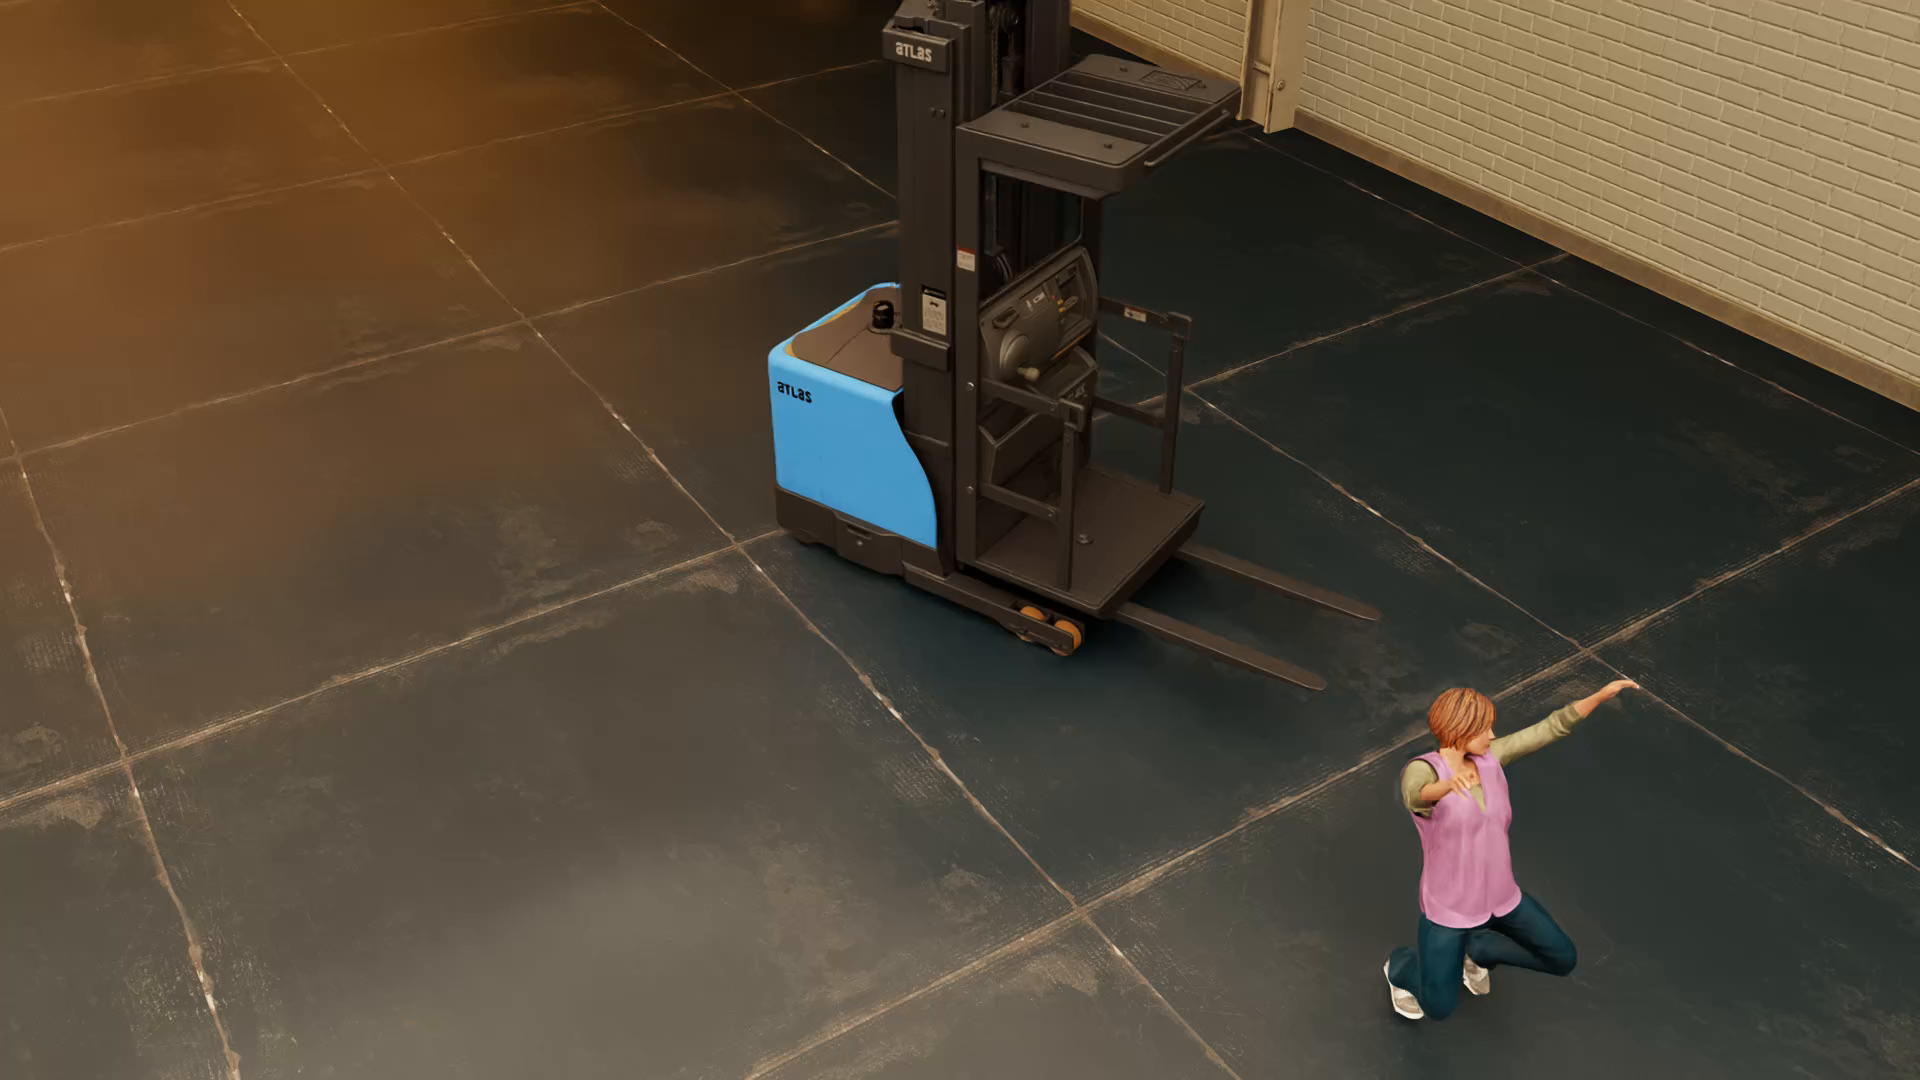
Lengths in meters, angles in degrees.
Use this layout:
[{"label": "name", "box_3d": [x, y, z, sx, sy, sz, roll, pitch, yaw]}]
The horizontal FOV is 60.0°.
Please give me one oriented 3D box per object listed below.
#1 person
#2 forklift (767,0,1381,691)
[{"label": "person", "box_3d": [1.827, 1.115, 5.815, 0.825, 1.487, 0.658, -13, 37, -18]}, {"label": "forklift", "box_3d": [0.541, -0.998, 7.568, 3.031, 2.935, 1.130, 21, 40, 27]}]
